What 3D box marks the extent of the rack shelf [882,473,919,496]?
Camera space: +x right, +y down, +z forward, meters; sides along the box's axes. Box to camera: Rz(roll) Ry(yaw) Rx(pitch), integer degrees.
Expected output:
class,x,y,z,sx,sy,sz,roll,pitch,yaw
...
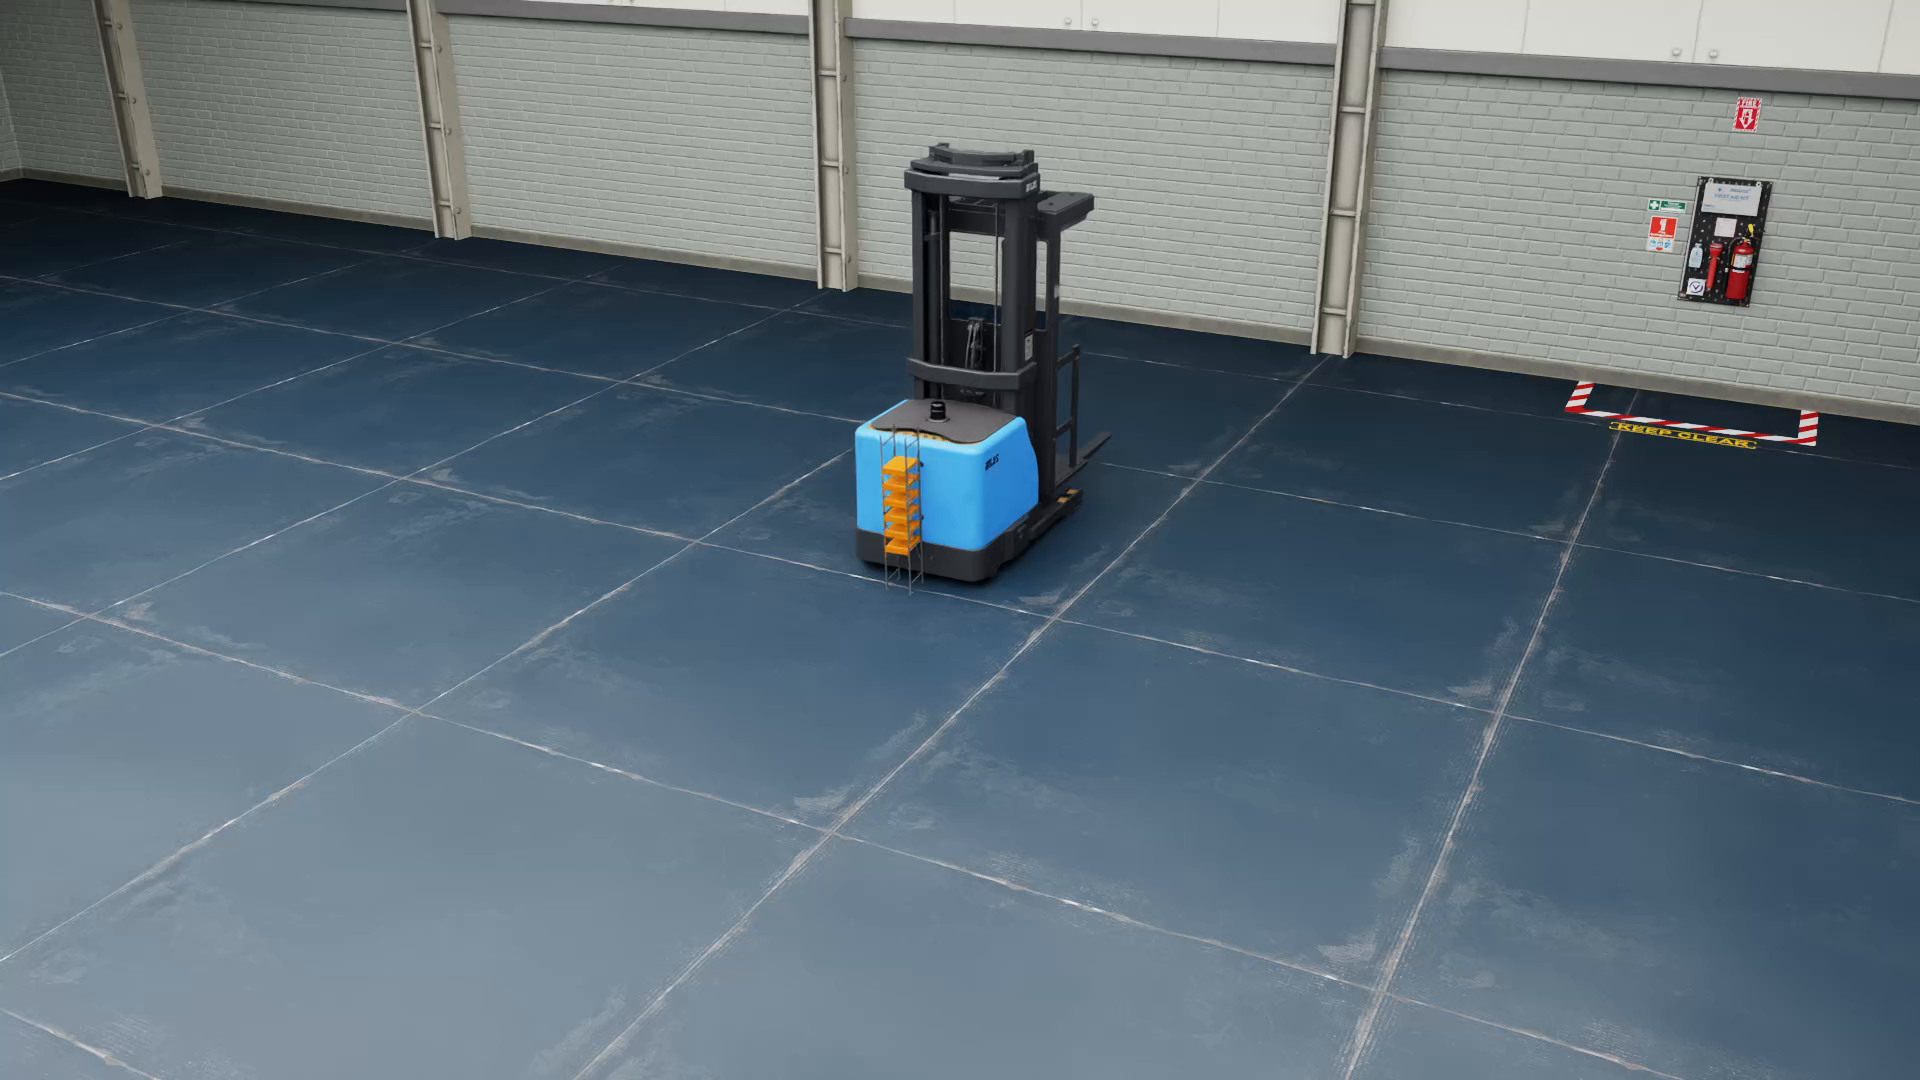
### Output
class,x,y,z,sx,sy,sz,roll,pitch,yaw
rack shelf,-0.411,-0.385,11.635,0.180,0.103,0.258,9,27,20

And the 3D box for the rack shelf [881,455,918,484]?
class,x,y,z,sx,sy,sz,roll,pitch,yaw
rack shelf,-0.413,-0.494,11.583,0.180,0.103,0.258,9,27,20

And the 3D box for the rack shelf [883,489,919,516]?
class,x,y,z,sx,sy,sz,roll,pitch,yaw
rack shelf,-0.409,-0.277,11.686,0.180,0.103,0.258,9,27,20

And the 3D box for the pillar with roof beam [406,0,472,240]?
class,x,y,z,sx,sy,sz,roll,pitch,yaw
pillar with roof beam,-8.750,-6.723,17.085,0.400,9.000,9.100,11,25,25

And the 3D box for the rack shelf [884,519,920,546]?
class,x,y,z,sx,sy,sz,roll,pitch,yaw
rack shelf,-0.404,-0.060,11.789,0.180,0.103,0.258,9,27,20

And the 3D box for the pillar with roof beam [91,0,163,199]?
class,x,y,z,sx,sy,sz,roll,pitch,yaw
pillar with roof beam,-14.105,-7.782,19.576,0.400,9.000,9.100,11,25,25

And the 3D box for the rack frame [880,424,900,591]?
class,x,y,z,sx,sy,sz,roll,pitch,yaw
rack frame,-0.492,-0.222,11.750,0.006,1.200,0.240,9,27,20

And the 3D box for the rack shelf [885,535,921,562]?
class,x,y,z,sx,sy,sz,roll,pitch,yaw
rack shelf,-0.402,0.048,11.840,0.180,0.103,0.258,9,27,20

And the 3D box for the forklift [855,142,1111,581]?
class,x,y,z,sx,sy,sz,roll,pitch,yaw
forklift,0.337,-1.593,12.777,1.130,2.935,3.031,11,25,24

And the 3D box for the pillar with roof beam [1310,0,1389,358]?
class,x,y,z,sx,sy,sz,roll,pitch,yaw
pillar with roof beam,1.959,-4.604,12.103,0.400,9.000,9.100,11,25,25

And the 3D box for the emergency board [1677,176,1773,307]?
class,x,y,z,sx,sy,sz,roll,pitch,yaw
emergency board,7.068,-2.737,15.378,0.643,1.169,0.194,11,25,25

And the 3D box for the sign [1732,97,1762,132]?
class,x,y,z,sx,sy,sz,roll,pitch,yaw
sign,7.105,-3.840,15.010,0.199,0.298,0.001,11,25,25

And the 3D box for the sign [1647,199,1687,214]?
class,x,y,z,sx,sy,sz,roll,pitch,yaw
sign,6.621,-3.127,15.573,0.331,0.109,0.001,11,25,25

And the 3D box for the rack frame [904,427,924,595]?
class,x,y,z,sx,sy,sz,roll,pitch,yaw
rack frame,-0.322,-0.195,11.687,0.006,1.200,0.240,9,27,20

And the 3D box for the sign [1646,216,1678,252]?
class,x,y,z,sx,sy,sz,roll,pitch,yaw
sign,6.621,-2.887,15.686,0.234,0.329,0.001,11,25,25

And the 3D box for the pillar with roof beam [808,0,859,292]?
class,x,y,z,sx,sy,sz,roll,pitch,yaw
pillar with roof beam,-3.396,-5.663,14.594,0.400,9.000,9.100,11,25,25

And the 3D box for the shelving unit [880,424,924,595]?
class,x,y,z,sx,sy,sz,roll,pitch,yaw
shelving unit,-0.407,-0.209,11.719,0.189,1.200,0.258,9,27,20

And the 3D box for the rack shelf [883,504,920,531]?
class,x,y,z,sx,sy,sz,roll,pitch,yaw
rack shelf,-0.406,-0.168,11.738,0.180,0.103,0.258,9,27,20

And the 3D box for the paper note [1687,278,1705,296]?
class,x,y,z,sx,sy,sz,roll,pitch,yaw
paper note,6.941,-2.387,15.681,0.142,0.148,0.016,11,25,25
